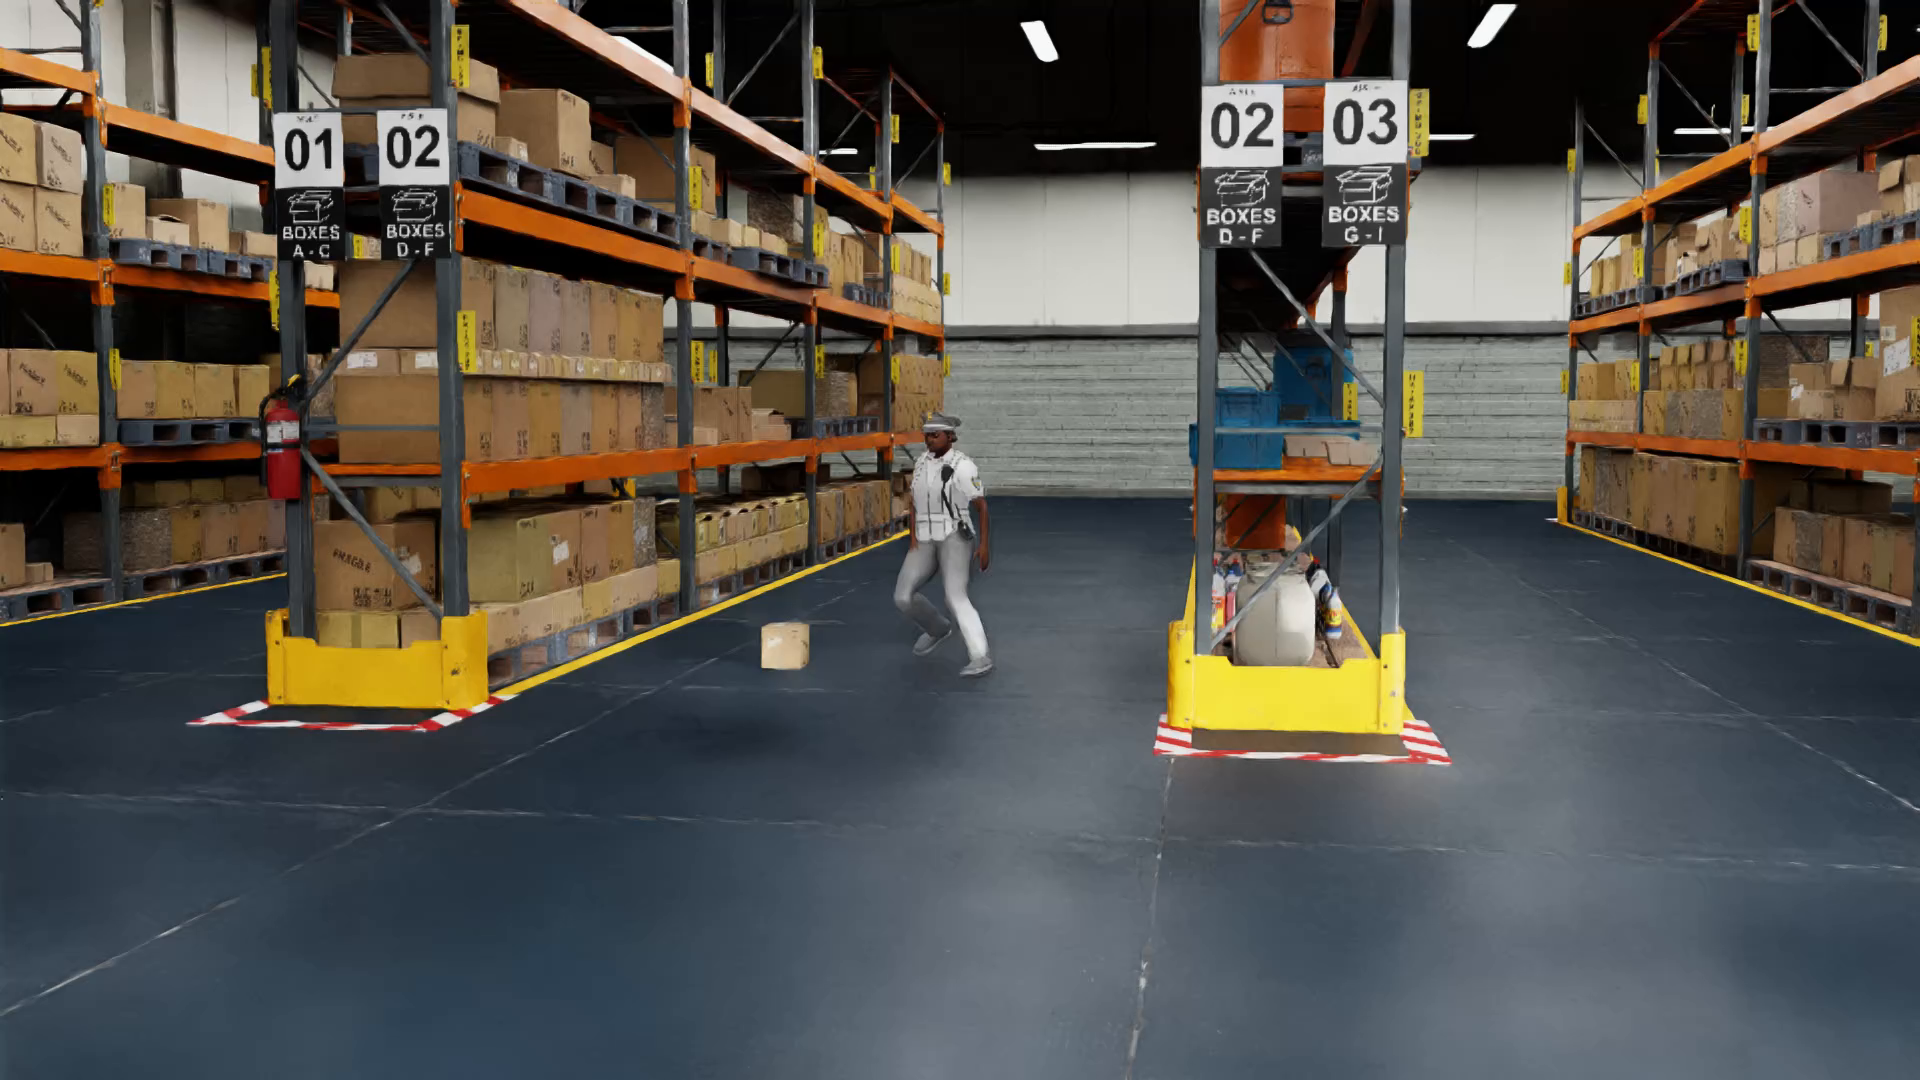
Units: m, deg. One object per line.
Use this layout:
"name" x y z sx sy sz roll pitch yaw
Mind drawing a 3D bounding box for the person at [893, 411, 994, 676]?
"person" -0.045 0.010 10.317 0.692 1.594 0.486 4 6 40
